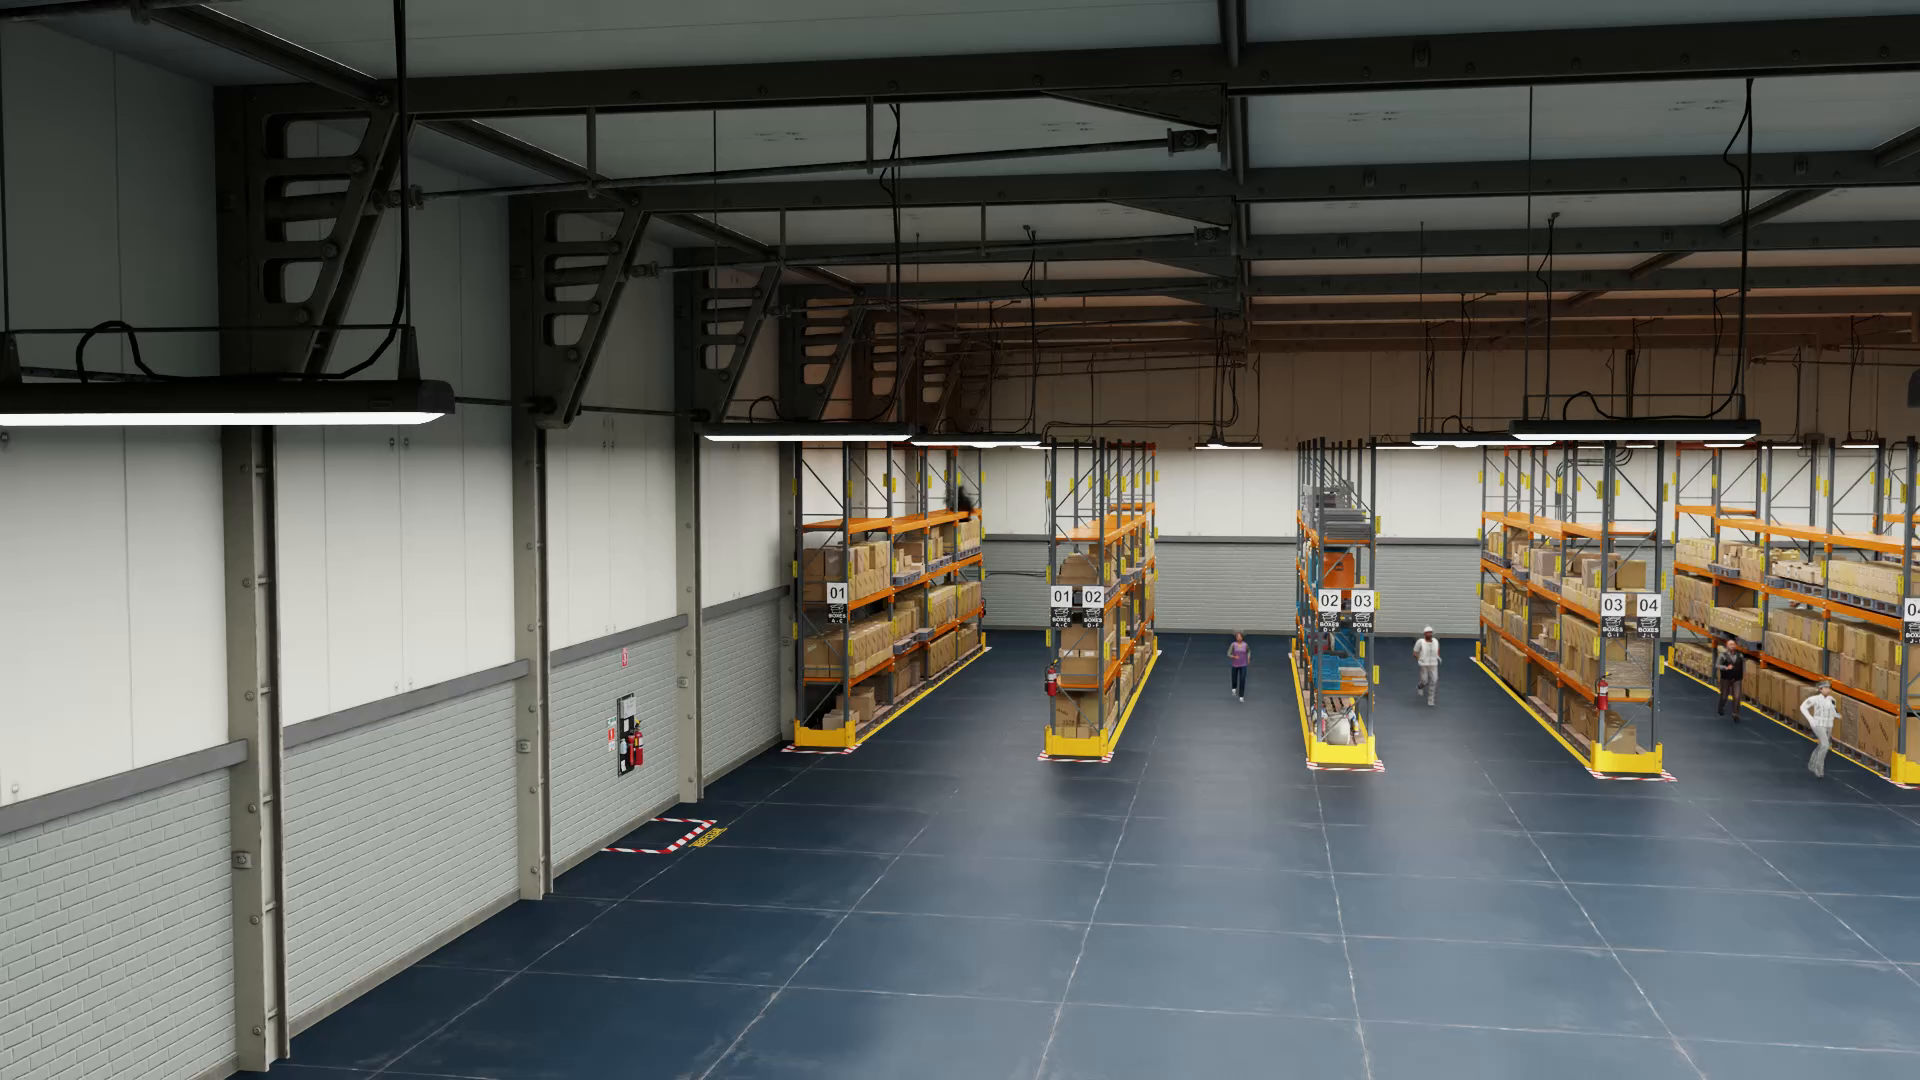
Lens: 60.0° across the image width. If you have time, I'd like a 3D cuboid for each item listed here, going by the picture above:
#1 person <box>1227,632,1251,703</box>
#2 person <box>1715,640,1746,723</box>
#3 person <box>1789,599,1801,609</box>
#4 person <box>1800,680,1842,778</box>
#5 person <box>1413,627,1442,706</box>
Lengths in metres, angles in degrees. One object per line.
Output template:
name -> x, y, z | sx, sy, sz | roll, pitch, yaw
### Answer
person -> 6.424, 2.909, 38.245 | 0.552, 1.570, 0.819 | 0, 3, 4
person -> 16.362, 2.981, 35.281 | 0.662, 1.699, 0.960 | 1, 3, 11
person -> 22.853, 2.452, 45.350 | 0.734, 1.762, 0.694 | 1, 3, 14
person -> 15.240, 3.332, 29.372 | 0.588, 1.732, 0.715 | -1, 3, -14
person -> 10.616, 2.848, 37.723 | 0.681, 1.768, 0.868 | 0, 3, -3
